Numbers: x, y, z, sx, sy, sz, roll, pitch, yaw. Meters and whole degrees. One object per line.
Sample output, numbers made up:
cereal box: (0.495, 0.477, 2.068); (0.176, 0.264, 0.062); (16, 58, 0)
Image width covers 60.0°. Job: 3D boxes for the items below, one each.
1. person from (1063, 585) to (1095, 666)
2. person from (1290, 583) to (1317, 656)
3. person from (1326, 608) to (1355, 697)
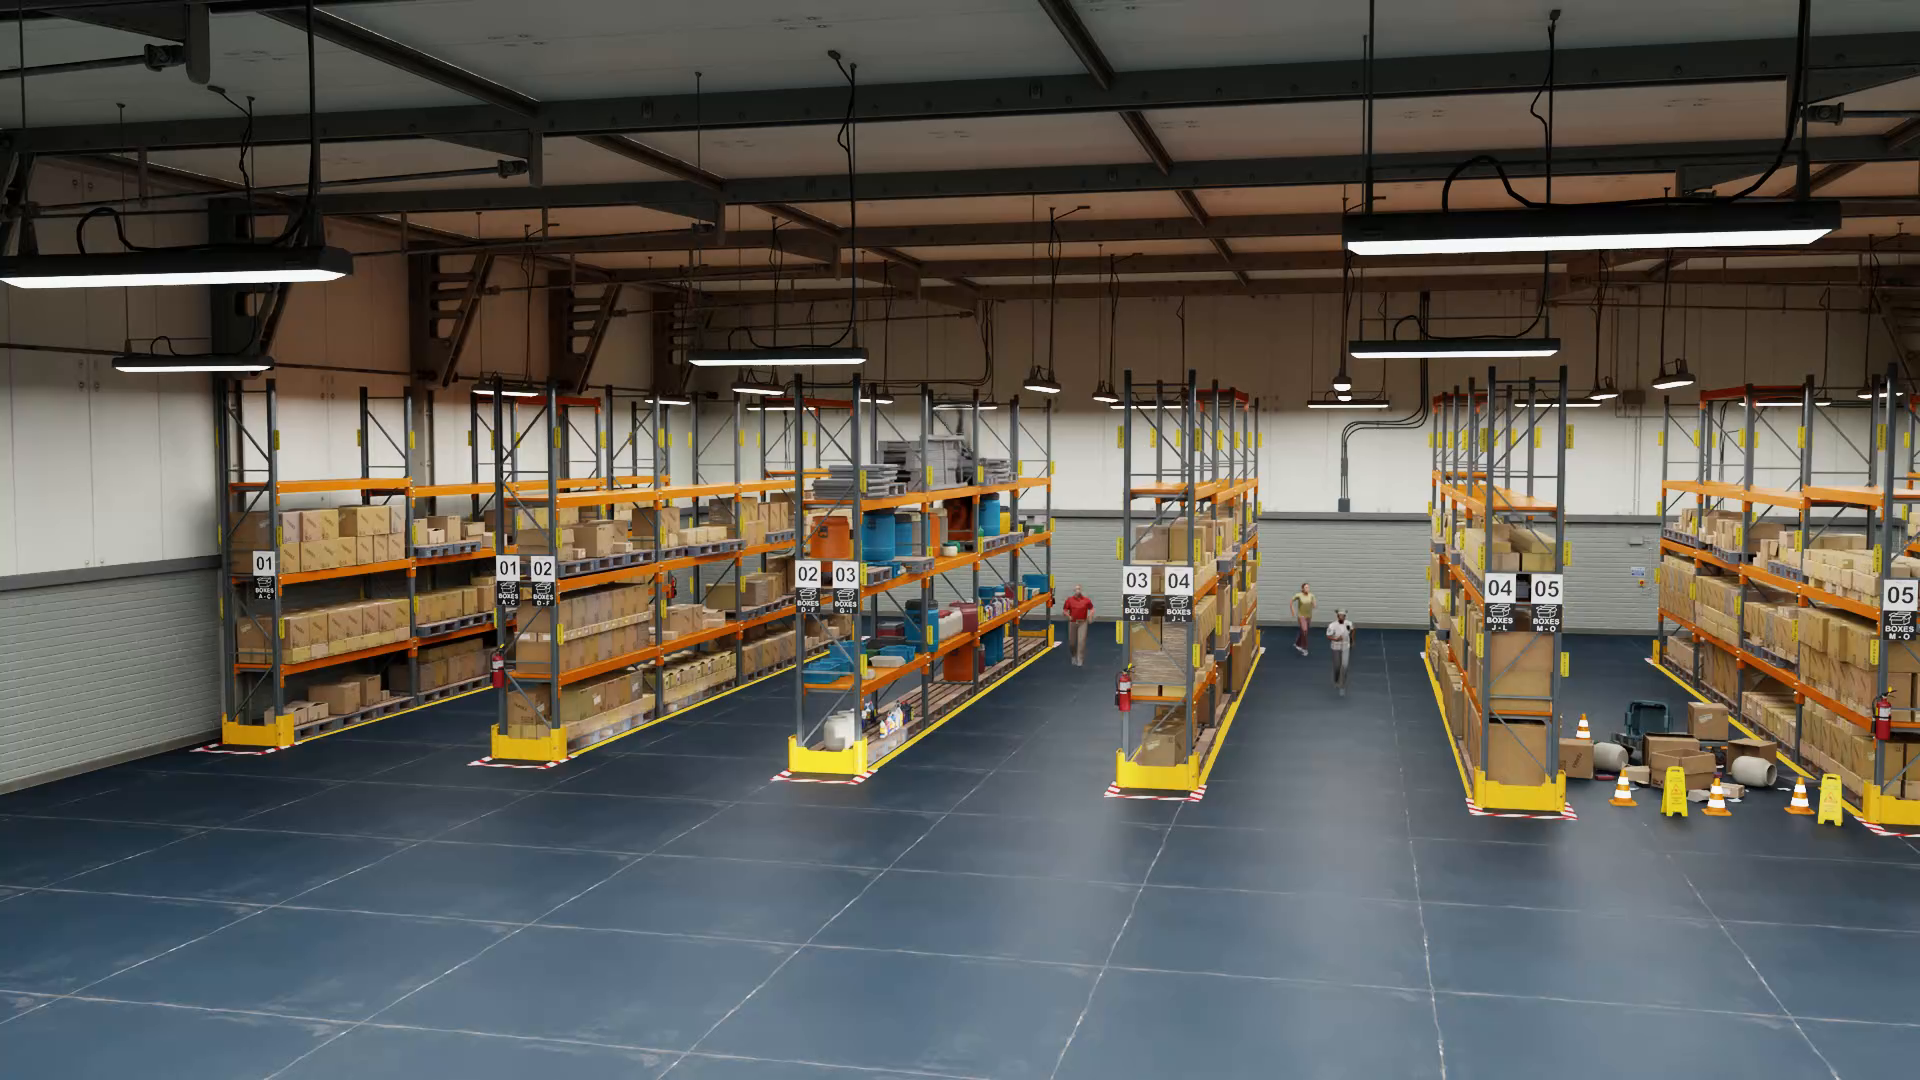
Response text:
person: (2.485, 1.804, 34.857); (0.674, 1.726, 0.714); (0, 3, 5)
person: (8.066, 1.843, 39.006); (0.591, 1.707, 0.864); (-1, 4, -15)
person: (7.528, 2.193, 32.914); (0.601, 1.731, 0.918); (0, 3, 4)
